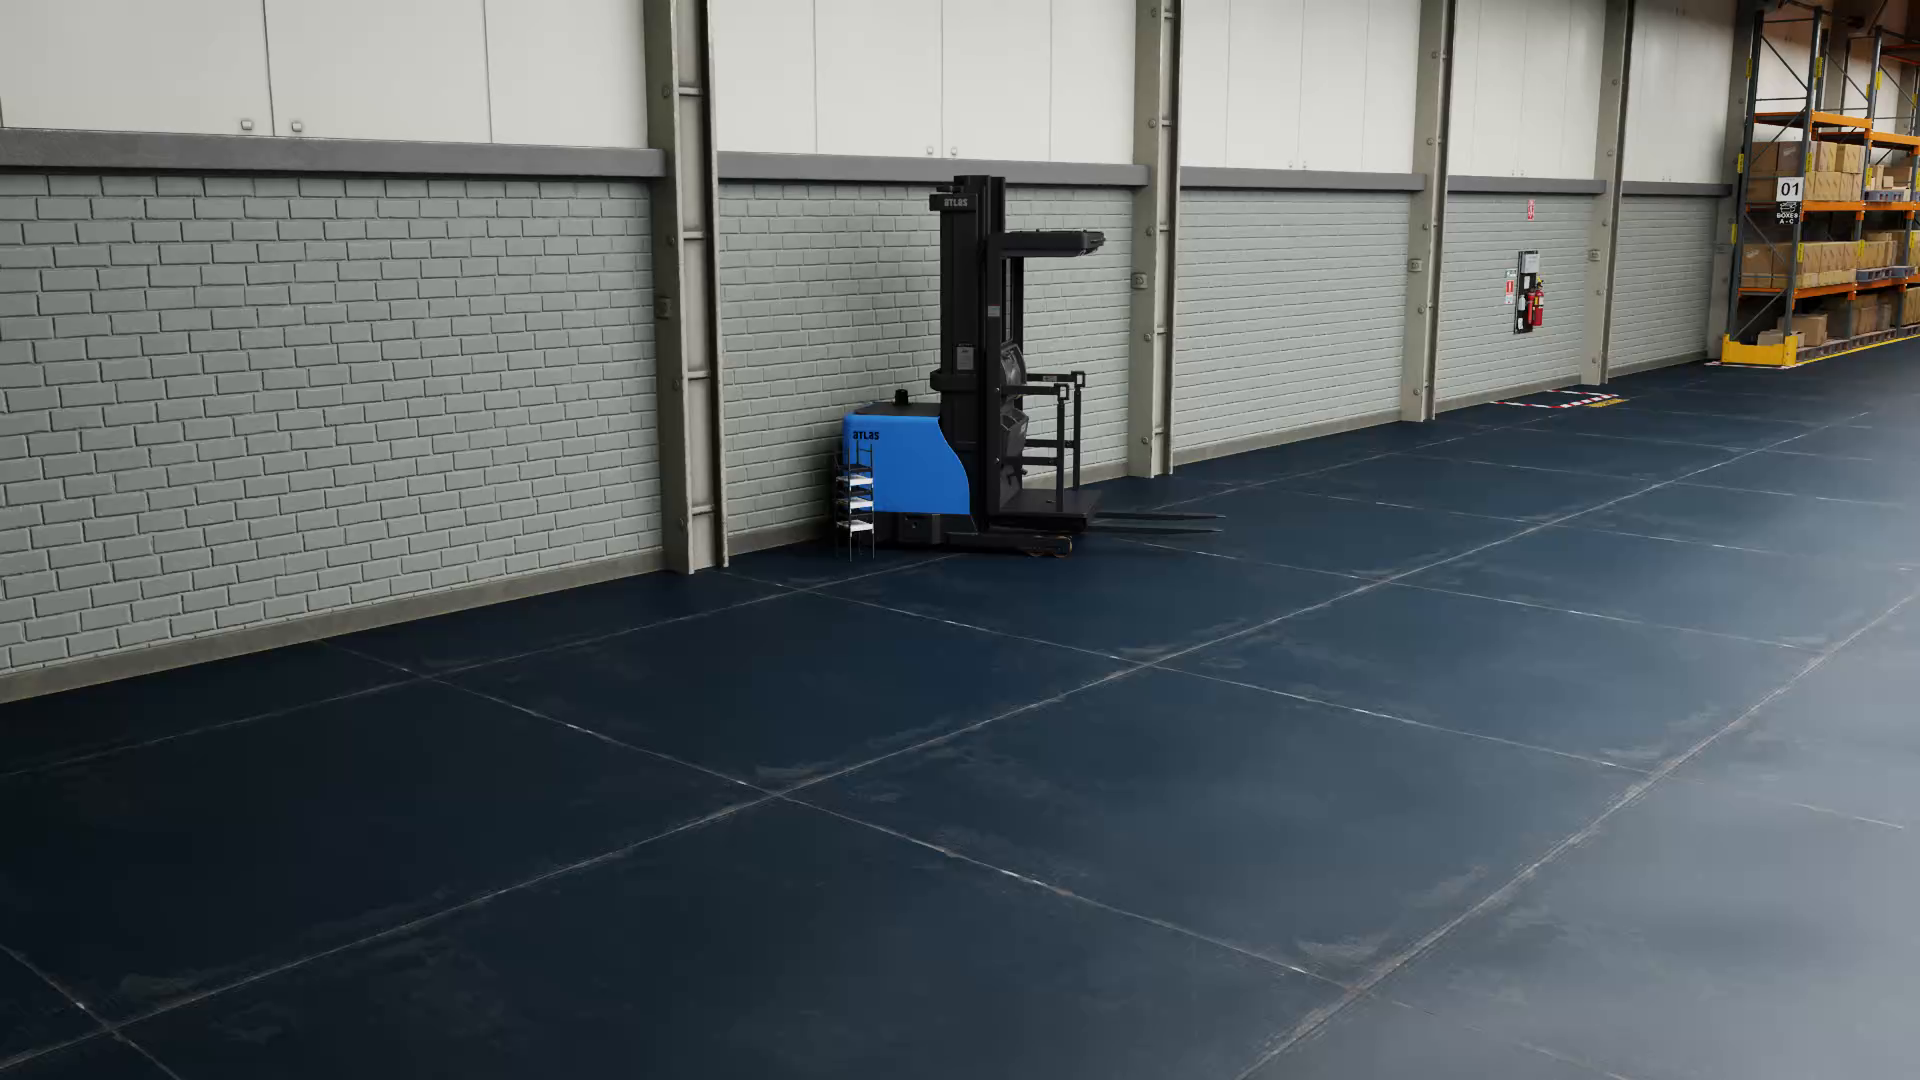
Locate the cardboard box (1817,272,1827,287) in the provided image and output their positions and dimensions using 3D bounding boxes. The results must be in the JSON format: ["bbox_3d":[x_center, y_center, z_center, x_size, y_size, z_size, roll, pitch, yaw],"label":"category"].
[{"bbox_3d":[15.252,-4.700,29.915,0.500,0.250,0.500,9,15,39],"label":"cardboard box"}]

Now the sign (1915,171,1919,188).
[{"bbox_3d":[19.705,-7.411,34.181,0.100,0.325,0.005,10,15,40],"label":"sign"}]

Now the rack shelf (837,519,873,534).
[{"bbox_3d":[-0.827,-0.097,12.988,0.200,0.077,0.258,-7,13,-32],"label":"rack shelf"}]

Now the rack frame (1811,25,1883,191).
[{"bbox_3d":[16.659,-8.111,31.345,1.000,3.000,0.127,10,15,40],"label":"rack frame"}]

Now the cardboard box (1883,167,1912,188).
[{"bbox_3d":[19.570,-7.571,34.920,0.700,0.500,0.500,8,14,36],"label":"cardboard box"}]

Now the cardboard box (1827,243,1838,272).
[{"bbox_3d":[15.570,-5.140,30.204,0.500,0.500,0.500,10,15,42],"label":"cardboard box"}]

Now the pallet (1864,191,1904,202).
[{"bbox_3d":[17.828,-6.778,32.809,1.213,0.211,1.003,10,15,40],"label":"pallet"}]

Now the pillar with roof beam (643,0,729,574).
[{"bbox_3d":[1.222,-3.650,9.008,9.100,9.000,0.400,10,15,40],"label":"pillar with roof beam"}]

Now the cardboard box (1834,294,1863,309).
[{"bbox_3d":[17.761,-4.779,33.326,0.500,0.250,0.500,9,15,39],"label":"cardboard box"}]

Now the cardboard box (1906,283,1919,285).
[{"bbox_3d":[21.608,-5.385,37.432,0.750,0.750,0.750,10,15,41],"label":"cardboard box"}]

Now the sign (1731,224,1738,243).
[{"bbox_3d":[13.614,-5.378,29.215,0.100,0.325,0.005,10,15,40],"label":"sign"}]

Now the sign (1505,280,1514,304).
[{"bbox_3d":[7.767,-3.503,23.502,0.001,0.329,0.234,10,15,40],"label":"sign"}]

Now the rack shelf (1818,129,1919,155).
[{"bbox_3d":[17.979,-7.856,32.927,1.077,0.370,4.000,10,15,40],"label":"rack shelf"}]

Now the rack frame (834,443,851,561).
[{"bbox_3d":[-0.912,-0.295,12.891,0.006,0.900,0.240,-7,13,-32],"label":"rack frame"}]

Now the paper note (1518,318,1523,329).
[{"bbox_3d":[8.041,-3.105,23.846,0.016,0.148,0.142,10,15,40],"label":"paper note"}]

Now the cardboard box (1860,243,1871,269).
[{"bbox_3d":[17.394,-5.585,32.639,0.500,0.500,0.700,-10,15,-42],"label":"cardboard box"}]

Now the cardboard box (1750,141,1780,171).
[{"bbox_3d":[14.106,-6.698,29.069,0.500,0.500,0.500,11,15,43],"label":"cardboard box"}]

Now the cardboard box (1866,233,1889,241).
[{"bbox_3d":[18.893,-6.236,34.242,0.380,0.149,0.250,7,13,31],"label":"cardboard box"}]

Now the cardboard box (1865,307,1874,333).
[{"bbox_3d":[18.129,-4.497,33.828,0.700,0.500,0.500,10,15,40],"label":"cardboard box"}]

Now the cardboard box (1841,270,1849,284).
[{"bbox_3d":[16.239,-4.924,31.038,0.500,0.250,0.500,10,15,41],"label":"cardboard box"}]

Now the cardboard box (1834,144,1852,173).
[{"bbox_3d":[15.841,-6.920,30.182,0.500,0.500,0.500,9,14,38],"label":"cardboard box"}]

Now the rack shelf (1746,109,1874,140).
[{"bbox_3d":[15.338,-7.462,29.942,1.077,0.370,4.000,10,15,40],"label":"rack shelf"}]

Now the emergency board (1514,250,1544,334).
[{"bbox_3d":[8.210,-3.554,23.846,0.194,1.169,0.643,10,15,40],"label":"emergency board"}]

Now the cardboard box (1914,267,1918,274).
[{"bbox_3d":[20.102,-5.727,35.315,0.380,0.149,0.250,10,15,42],"label":"cardboard box"}]

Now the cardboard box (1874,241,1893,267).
[{"bbox_3d":[18.648,-5.866,34.044,0.700,0.500,0.500,8,14,35],"label":"cardboard box"}]

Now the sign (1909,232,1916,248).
[{"bbox_3d":[19.713,-6.218,34.429,0.100,0.325,0.005,10,15,40],"label":"sign"}]

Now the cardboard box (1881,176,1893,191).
[{"bbox_3d":[18.374,-7.110,33.678,0.637,0.503,0.797,-10,15,-40],"label":"cardboard box"}]

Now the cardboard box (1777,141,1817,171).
[{"bbox_3d":[14.455,-6.626,28.709,0.500,0.500,0.500,8,14,36],"label":"cardboard box"}]

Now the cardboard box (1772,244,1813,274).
[{"bbox_3d":[14.559,-4.916,29.082,0.500,0.500,0.500,10,15,40],"label":"cardboard box"}]

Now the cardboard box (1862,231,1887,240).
[{"bbox_3d":[19.404,-6.430,35.266,0.500,0.250,0.500,10,15,42],"label":"cardboard box"}]

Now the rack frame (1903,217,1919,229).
[{"bbox_3d":[21.939,-6.346,37.825,1.000,3.000,0.127,10,15,40],"label":"rack frame"}]

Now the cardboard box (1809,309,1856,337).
[{"bbox_3d":[17.132,-4.269,32.687,0.700,0.500,0.500,10,15,42],"label":"cardboard box"}]

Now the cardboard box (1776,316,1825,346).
[{"bbox_3d":[15.441,-3.846,30.567,0.700,0.500,0.500,9,14,37],"label":"cardboard box"}]

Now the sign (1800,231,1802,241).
[{"bbox_3d":[16.239,-5.808,32.175,0.100,0.325,0.005,10,15,40],"label":"sign"}]

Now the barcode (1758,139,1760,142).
[{"bbox_3d":[14.111,-7.054,29.372,0.001,0.075,0.075,10,15,40],"label":"barcode"}]

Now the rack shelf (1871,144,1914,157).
[{"bbox_3d":[20.619,-8.445,35.874,1.077,0.370,4.000,10,15,40],"label":"rack shelf"}]

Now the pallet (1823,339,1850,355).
[{"bbox_3d":[16.242,-3.698,31.688,1.003,0.211,1.213,10,15,40],"label":"pallet"}]

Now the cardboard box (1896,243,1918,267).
[{"bbox_3d":[19.812,-6.001,35.030,0.500,0.500,0.500,10,15,42],"label":"cardboard box"}]

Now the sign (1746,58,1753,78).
[{"bbox_3d":[13.615,-8.133,28.665,0.100,0.325,0.005,10,15,40],"label":"sign"}]

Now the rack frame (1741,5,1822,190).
[{"bbox_3d":[14.018,-7.522,28.398,1.000,3.000,0.127,10,15,40],"label":"rack frame"}]

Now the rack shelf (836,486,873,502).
[{"bbox_3d":[-0.827,-0.362,12.935,0.200,0.077,0.258,-7,13,-32],"label":"rack shelf"}]

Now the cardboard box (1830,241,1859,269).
[{"bbox_3d":[16.579,-5.363,31.323,0.500,0.500,0.500,10,15,40],"label":"cardboard box"}]

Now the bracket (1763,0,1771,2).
[{"bbox_3d":[13.823,-9.395,28.586,0.235,0.232,0.430,10,15,40],"label":"bracket"}]

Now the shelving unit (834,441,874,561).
[{"bbox_3d":[-0.827,-0.306,12.946,0.210,0.900,0.258,-7,13,-32],"label":"shelving unit"}]

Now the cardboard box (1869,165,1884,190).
[{"bbox_3d":[17.894,-7.146,32.847,0.500,0.500,0.500,9,14,38],"label":"cardboard box"}]

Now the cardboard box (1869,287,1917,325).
[{"bbox_3d":[19.883,-5.000,35.505,0.750,0.750,0.750,10,15,40],"label":"cardboard box"}]

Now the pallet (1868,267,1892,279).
[{"bbox_3d":[18.023,-5.367,33.413,1.003,0.211,1.213,10,15,40],"label":"pallet"}]

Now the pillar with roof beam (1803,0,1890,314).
[{"bbox_3d":[21.025,-8.063,31.107,9.100,9.000,0.548,10,15,40],"label":"pillar with roof beam"}]

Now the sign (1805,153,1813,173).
[{"bbox_3d":[14.426,-6.410,28.255,0.100,0.325,0.005,10,15,40],"label":"sign"}]

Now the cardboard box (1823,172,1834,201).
[{"bbox_3d":[15.148,-6.278,29.522,0.500,0.500,0.500,11,16,43],"label":"cardboard box"}]

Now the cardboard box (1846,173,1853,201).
[{"bbox_3d":[16.167,-6.520,30.730,0.500,0.500,0.500,8,14,36],"label":"cardboard box"}]

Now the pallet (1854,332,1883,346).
[{"bbox_3d":[17.977,-4.097,33.683,1.003,0.211,1.213,10,15,40],"label":"pallet"}]

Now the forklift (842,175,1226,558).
[{"bbox_3d":[0.618,-1.413,13.302,3.031,2.935,1.130,2,12,11],"label":"forklift"}]
